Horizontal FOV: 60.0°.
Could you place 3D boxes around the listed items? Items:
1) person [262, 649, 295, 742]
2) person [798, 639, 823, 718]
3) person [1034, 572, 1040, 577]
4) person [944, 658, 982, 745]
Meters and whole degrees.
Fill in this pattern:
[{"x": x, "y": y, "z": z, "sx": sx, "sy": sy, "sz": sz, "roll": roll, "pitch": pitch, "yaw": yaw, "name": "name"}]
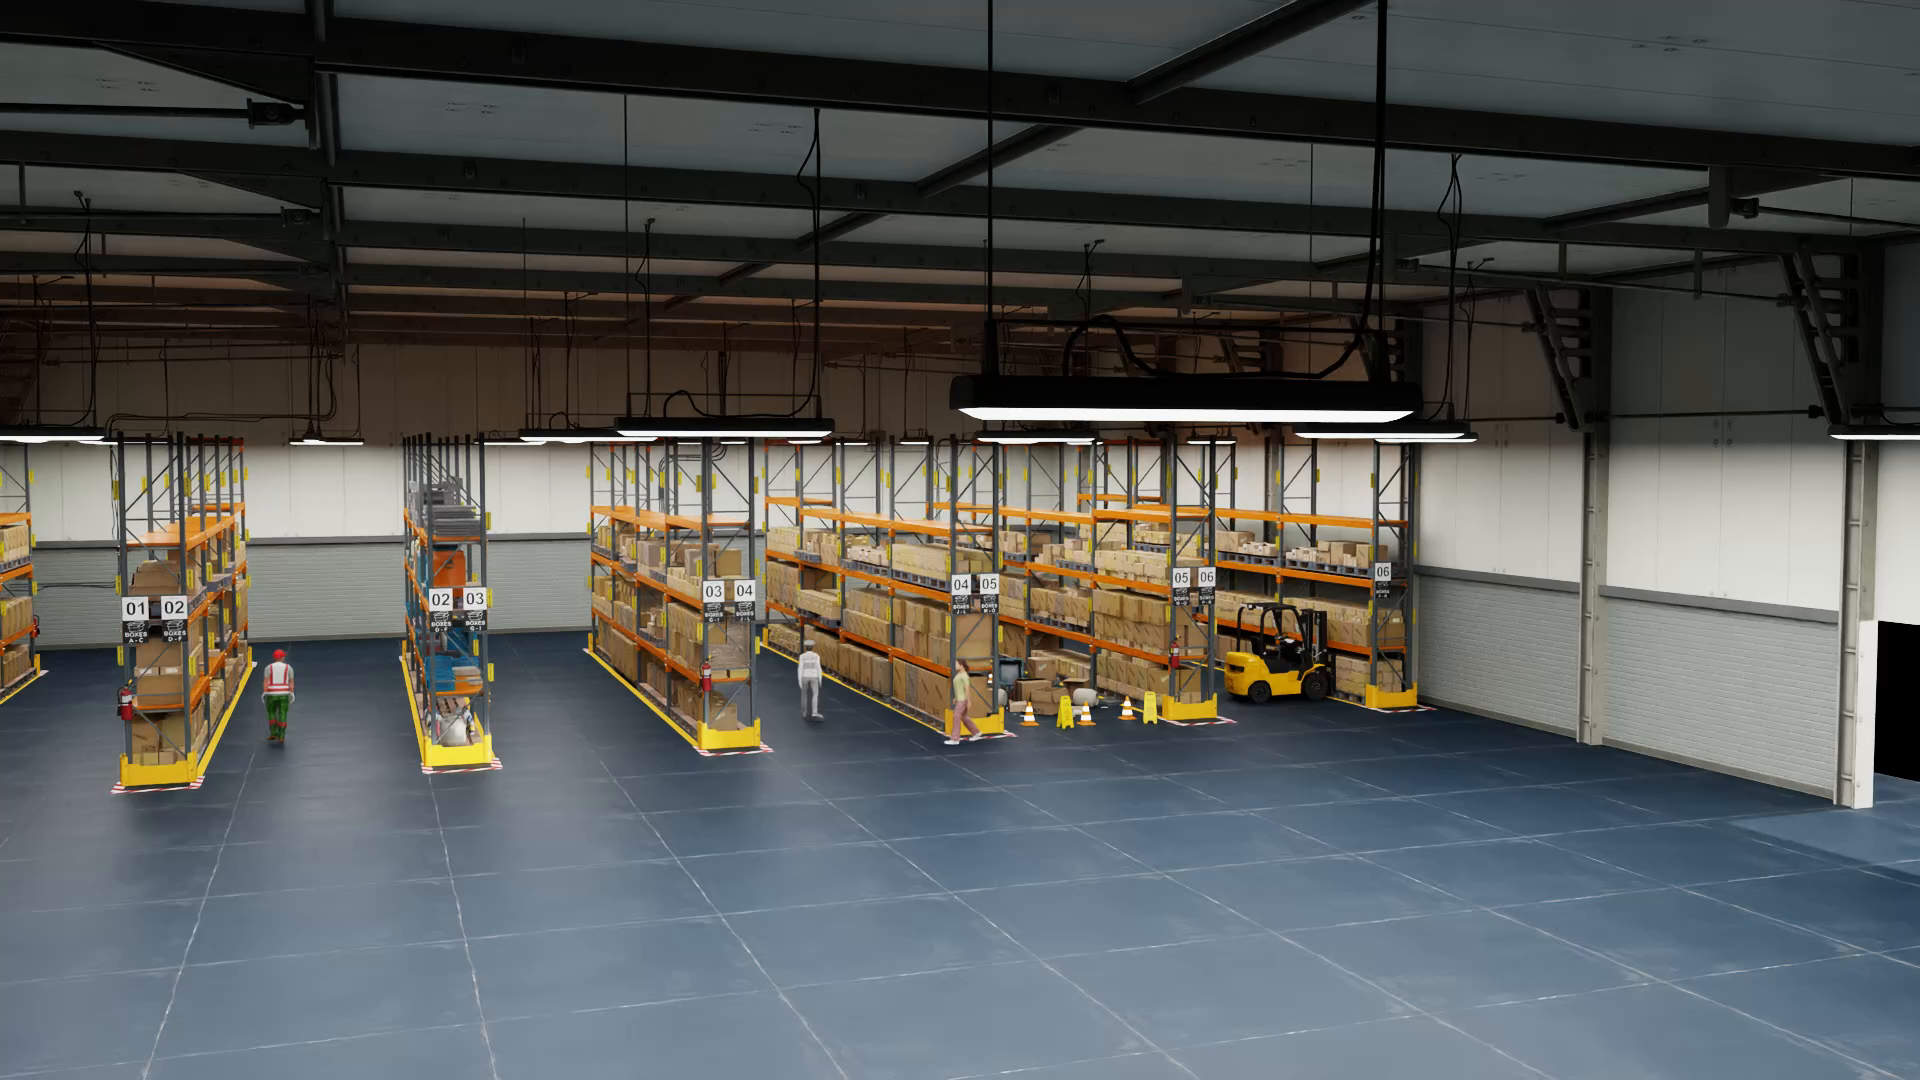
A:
[{"x": -13.291, "y": 3.043, "z": 32.412, "sx": 0.602, "sy": 1.807, "sz": 0.542, "roll": -2, "pitch": 4, "yaw": -26, "name": "person"}, {"x": -3.158, "y": 2.939, "z": 35.173, "sx": 0.548, "sy": 1.653, "sz": 0.918, "roll": 0, "pitch": 3, "yaw": 0, "name": "person"}, {"x": 2.504, "y": 1.891, "z": 53.390, "sx": 1.099, "sy": 1.738, "sz": 0.580, "roll": -2, "pitch": 4, "yaw": -26, "name": "person"}, {"x": 0.064, "y": 3.104, "z": 32.161, "sx": 0.810, "sy": 1.656, "sz": 0.437, "roll": -1, "pitch": 3, "yaw": -11, "name": "person"}]
